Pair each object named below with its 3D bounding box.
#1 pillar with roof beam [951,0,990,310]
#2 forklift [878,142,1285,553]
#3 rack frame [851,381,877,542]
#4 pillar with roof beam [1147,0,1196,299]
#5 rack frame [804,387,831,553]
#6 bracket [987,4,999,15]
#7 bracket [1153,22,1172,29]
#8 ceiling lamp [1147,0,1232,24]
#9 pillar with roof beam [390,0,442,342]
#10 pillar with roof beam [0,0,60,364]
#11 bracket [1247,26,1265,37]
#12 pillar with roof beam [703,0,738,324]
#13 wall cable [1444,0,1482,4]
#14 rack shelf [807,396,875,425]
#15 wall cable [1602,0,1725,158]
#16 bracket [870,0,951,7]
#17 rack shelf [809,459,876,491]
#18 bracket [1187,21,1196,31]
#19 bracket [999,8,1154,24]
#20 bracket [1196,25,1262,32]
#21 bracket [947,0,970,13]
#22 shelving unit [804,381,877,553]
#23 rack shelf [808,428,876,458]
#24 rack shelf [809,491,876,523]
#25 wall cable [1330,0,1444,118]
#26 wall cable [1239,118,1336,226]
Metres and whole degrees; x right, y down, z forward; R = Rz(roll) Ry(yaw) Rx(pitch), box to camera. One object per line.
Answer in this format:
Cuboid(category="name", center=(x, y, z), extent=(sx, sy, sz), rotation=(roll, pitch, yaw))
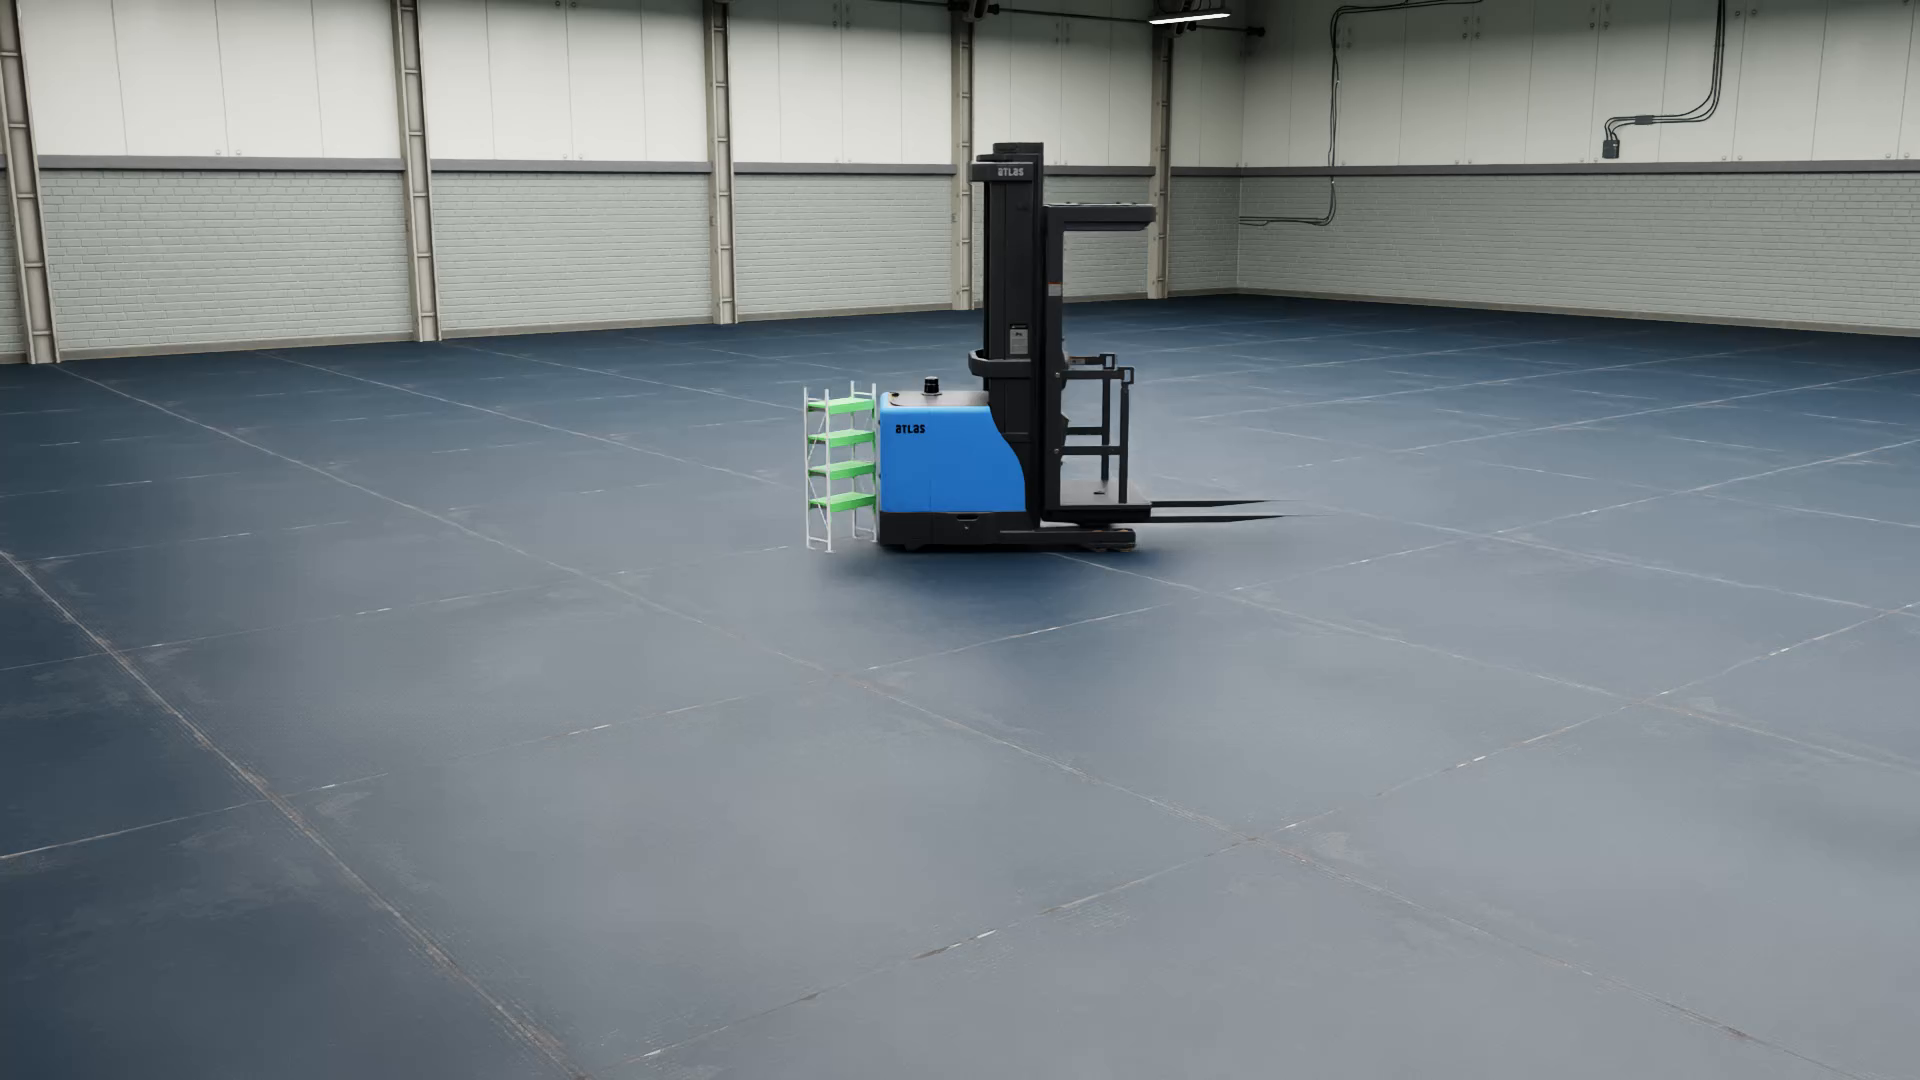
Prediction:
Cuboid(category="pillar with roof beam", center=(2.751, -8.751, 32.177), extent=(0.548, 9.000, 9.100), rotation=(-9, 15, -38))
Cuboid(category="forklift", center=(0.902, -1.452, 12.409), extent=(3.031, 2.935, 1.130), rotation=(-1, 12, -3))
Cuboid(category="rack frame", center=(-0.721, -0.586, 12.499), extent=(0.240, 1.200, 0.015), rotation=(10, 16, 40))
Cuboid(category="pillar with roof beam", center=(7.437, -9.530, 35.844), extent=(0.548, 9.000, 9.100), rotation=(-9, 15, -38))
Cuboid(category="rack frame", center=(-1.040, -0.509, 12.138), extent=(0.240, 1.200, 0.015), rotation=(10, 16, 40))
Cuboid(category="bracket", center=(0.608, -11.207, 35.074), extent=(0.430, 0.232, 0.235), rotation=(-9, 15, -38))
Cuboid(category="bracket", center=(4.645, -11.877, 38.233), extent=(0.430, 0.232, 0.235), rotation=(-9, 15, -38))
Cuboid(category="ceiling lamp", center=(4.697, -11.812, 32.536), extent=(0.800, 3.185, 2.000), rotation=(-9, 15, -38))
Cuboid(category="pillar with roof beam", center=(-6.619, -7.194, 24.844), extent=(0.400, 9.000, 9.100), rotation=(-9, 15, -38))
Cuboid(category="pillar with roof beam", center=(-11.304, -6.416, 21.178), extent=(0.400, 9.000, 9.100), rotation=(-9, 15, -38))
Cuboid(category="bracket", center=(7.144, -12.293, 40.189), extent=(0.430, 0.232, 0.235), rotation=(-9, 15, -38))
Cuboid(category="pillar with roof beam", center=(-1.934, -7.973, 28.511), extent=(0.548, 9.000, 9.100), rotation=(-9, 15, -38))
Cuboid(category="wall cable", center=(11.497, -12.632, 34.817), extent=(0.112, 2.526, 3.097), rotation=(-9, 15, -38))
Cuboid(category="rack shelf", center=(-0.881, -0.954, 12.232), extent=(0.258, 0.148, 0.480), rotation=(10, 16, 40))
Cuboid(category="wall cable", center=(13.792, -10.518, 32.308), extent=(0.169, 6.003, 2.305), rotation=(-9, 15, -38))
Cuboid(category="bracket", center=(-2.052, -10.764, 32.992), extent=(4.783, 0.066, 0.076), rotation=(-9, 15, -38))
Cuboid(category="rack shelf", center=(-0.881, -0.485, 12.332), extent=(0.258, 0.148, 0.480), rotation=(10, 16, 40))
Cuboid(category="bracket", center=(5.293, -11.985, 38.740), extent=(0.430, 0.232, 0.235), rotation=(-9, 15, -38))
Cuboid(category="bracket", center=(2.633, -11.543, 36.659), extent=(4.783, 0.066, 0.076), rotation=(-9, 15, -38))
Cuboid(category="bracket", center=(6.682, -12.216, 39.828), extent=(3.189, 0.066, 0.076), rotation=(-9, 15, -38))
Cuboid(category="bracket", center=(-0.040, -11.099, 34.567), extent=(0.430, 0.232, 0.235), rotation=(-9, 15, -38))
Cuboid(category="shelving unit", center=(-0.881, -0.547, 12.318), extent=(0.258, 1.200, 0.503), rotation=(10, 16, 40))
Cuboid(category="rack shelf", center=(-0.881, -0.720, 12.282), extent=(0.258, 0.148, 0.480), rotation=(10, 16, 40))
Cuboid(category="rack shelf", center=(-0.881, -0.250, 12.381), extent=(0.258, 0.148, 0.480), rotation=(10, 16, 40))
Cuboid(category="wall cable", center=(9.564, -10.909, 37.654), extent=(0.112, 2.526, 3.097), rotation=(-9, 15, -38))
Cuboid(category="wall cable", center=(7.874, -8.877, 40.245), extent=(0.112, 2.526, 3.097), rotation=(-9, 15, -38))
